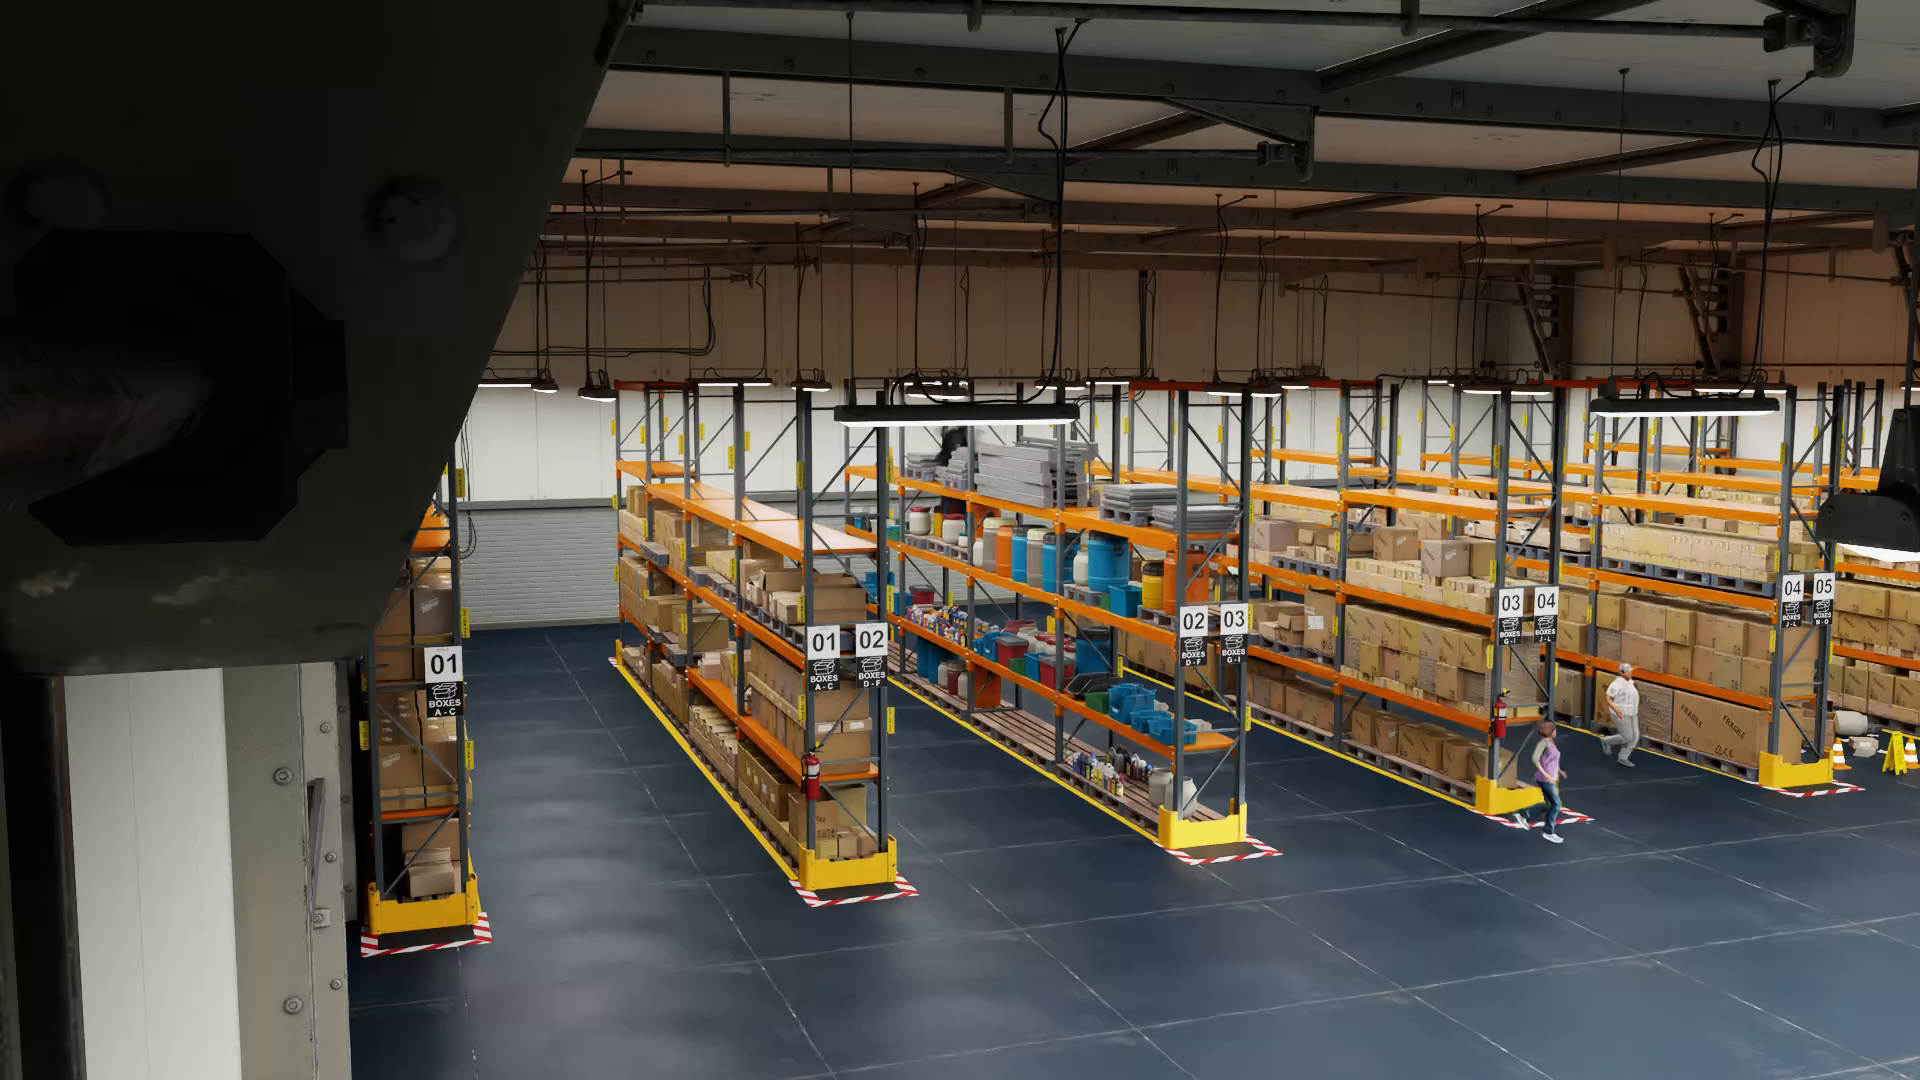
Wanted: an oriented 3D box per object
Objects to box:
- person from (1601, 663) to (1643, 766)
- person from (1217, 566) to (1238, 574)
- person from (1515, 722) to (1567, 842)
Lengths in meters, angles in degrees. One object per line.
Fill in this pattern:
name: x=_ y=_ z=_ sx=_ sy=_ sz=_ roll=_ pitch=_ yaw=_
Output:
person: x=10.494 y=2.753 z=26.329 sx=0.618 sy=1.626 sz=0.553 roll=-4 pitch=7 yaw=-32
person: x=6.488 y=1.166 z=40.776 sx=0.687 sy=1.757 sz=0.658 roll=4 pitch=7 yaw=34
person: x=7.793 y=3.217 z=22.279 sx=0.644 sy=1.574 sz=0.583 roll=3 pitch=7 yaw=27
